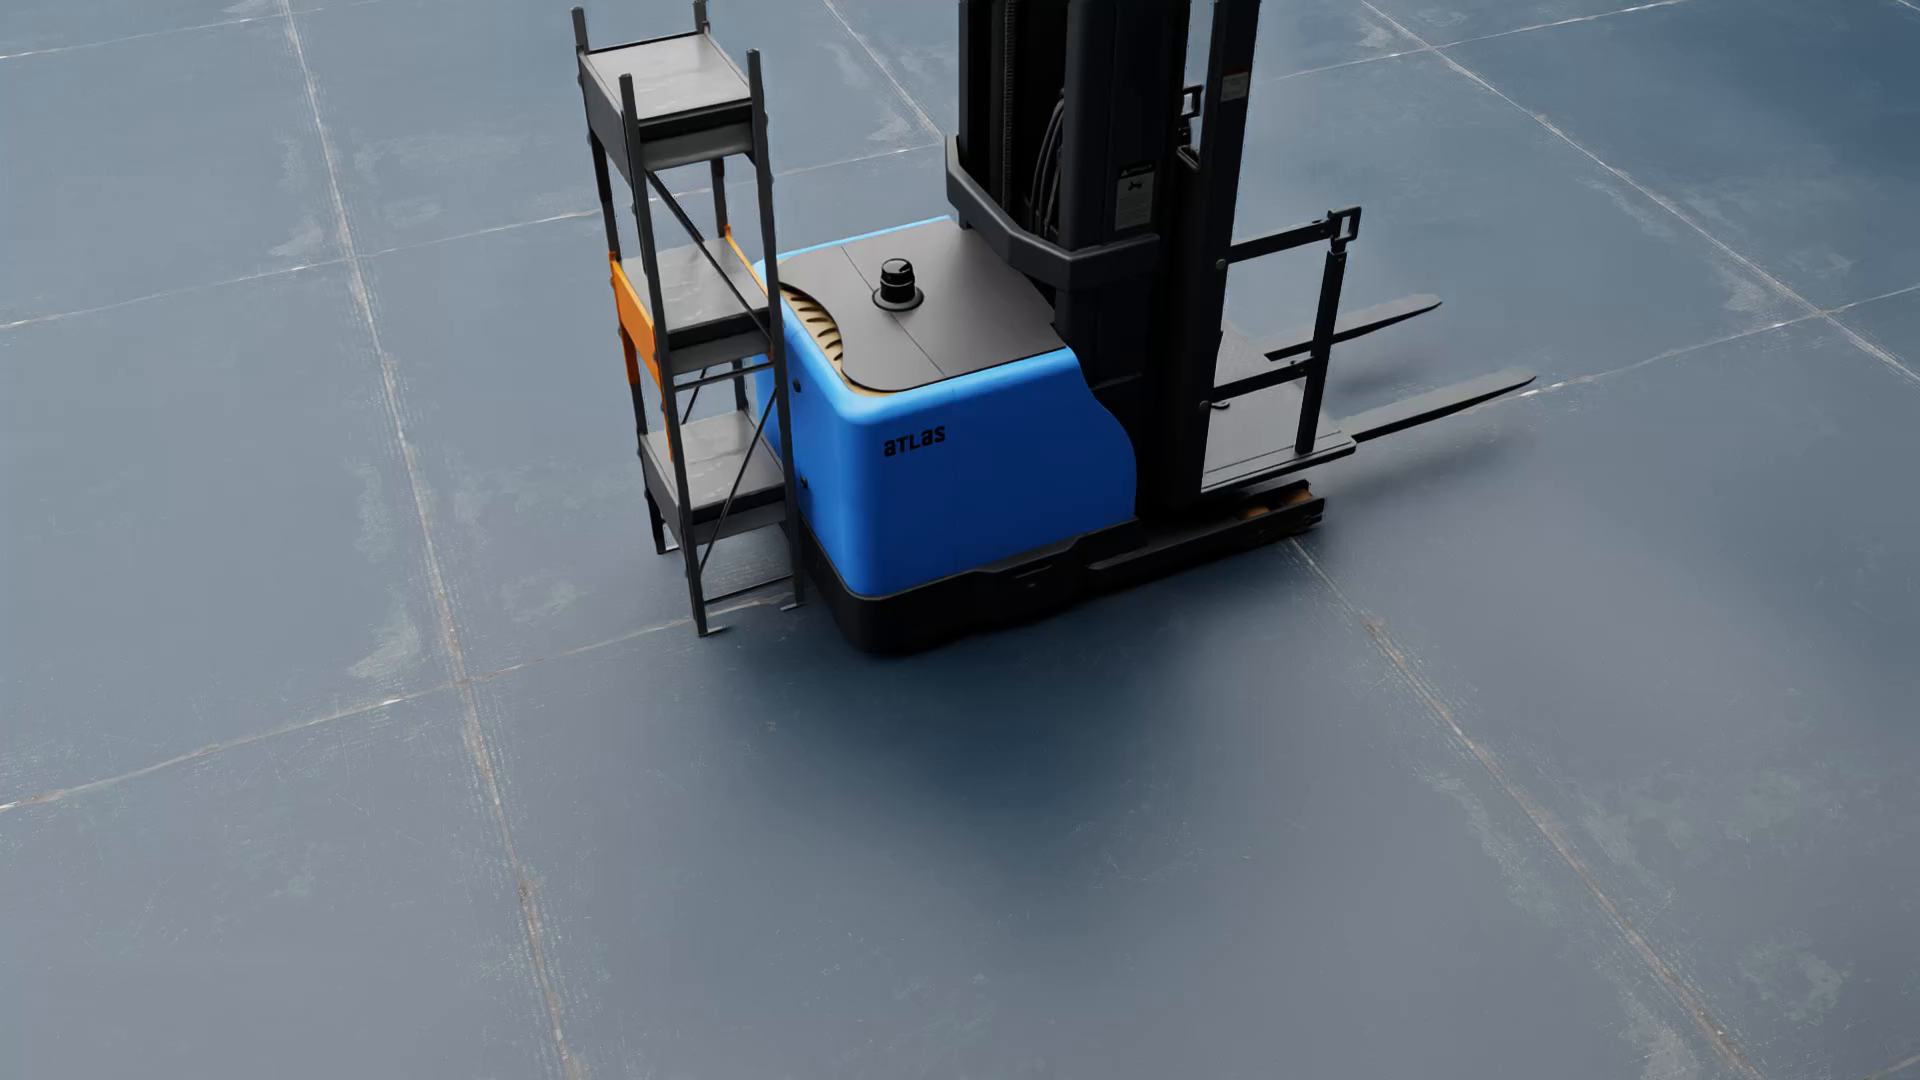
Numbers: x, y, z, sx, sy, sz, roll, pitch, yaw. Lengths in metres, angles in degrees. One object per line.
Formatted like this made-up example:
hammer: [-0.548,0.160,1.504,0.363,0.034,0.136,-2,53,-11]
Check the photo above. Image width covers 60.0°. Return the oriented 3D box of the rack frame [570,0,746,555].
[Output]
rack frame: [-0.947,-0.799,5.569,0.400,2.100,0.015,-17,44,-19]

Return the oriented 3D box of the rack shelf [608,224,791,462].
rack shelf: [-0.843,-0.645,5.410,0.431,0.518,0.480,-17,44,-19]

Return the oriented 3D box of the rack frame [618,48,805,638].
rack frame: [-0.740,-0.511,5.234,0.400,2.100,0.015,-17,44,-19]

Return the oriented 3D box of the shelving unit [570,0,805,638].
shelving unit: [-0.843,-0.655,5.401,0.431,2.100,0.503,-17,44,-19]

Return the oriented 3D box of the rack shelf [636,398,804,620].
rack shelf: [-0.843,-0.114,5.866,0.431,0.518,0.480,-17,44,-19]

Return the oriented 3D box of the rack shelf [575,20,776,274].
rack shelf: [-0.843,-1.175,4.954,0.431,0.518,0.480,-17,44,-19]

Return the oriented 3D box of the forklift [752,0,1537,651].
forklift: [0.806,-1.380,5.607,3.031,2.935,1.130,-17,44,-19]
